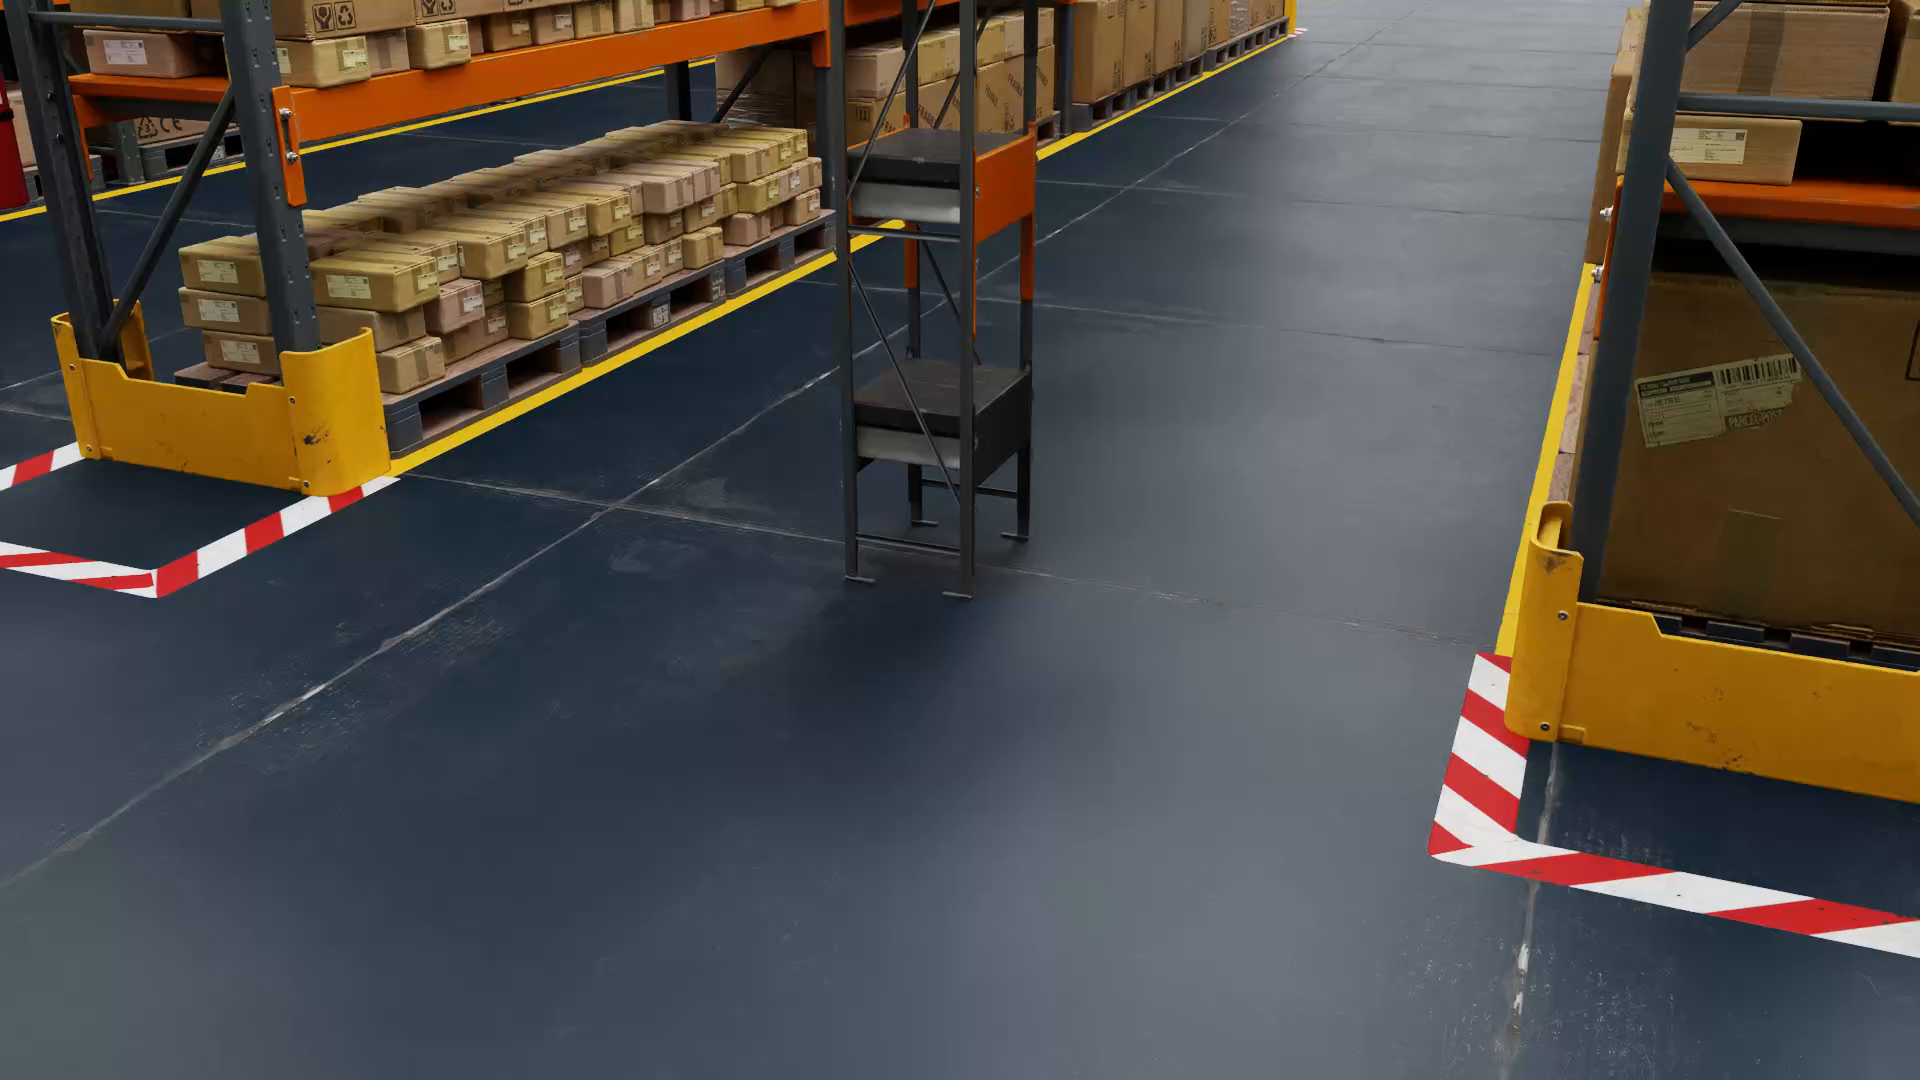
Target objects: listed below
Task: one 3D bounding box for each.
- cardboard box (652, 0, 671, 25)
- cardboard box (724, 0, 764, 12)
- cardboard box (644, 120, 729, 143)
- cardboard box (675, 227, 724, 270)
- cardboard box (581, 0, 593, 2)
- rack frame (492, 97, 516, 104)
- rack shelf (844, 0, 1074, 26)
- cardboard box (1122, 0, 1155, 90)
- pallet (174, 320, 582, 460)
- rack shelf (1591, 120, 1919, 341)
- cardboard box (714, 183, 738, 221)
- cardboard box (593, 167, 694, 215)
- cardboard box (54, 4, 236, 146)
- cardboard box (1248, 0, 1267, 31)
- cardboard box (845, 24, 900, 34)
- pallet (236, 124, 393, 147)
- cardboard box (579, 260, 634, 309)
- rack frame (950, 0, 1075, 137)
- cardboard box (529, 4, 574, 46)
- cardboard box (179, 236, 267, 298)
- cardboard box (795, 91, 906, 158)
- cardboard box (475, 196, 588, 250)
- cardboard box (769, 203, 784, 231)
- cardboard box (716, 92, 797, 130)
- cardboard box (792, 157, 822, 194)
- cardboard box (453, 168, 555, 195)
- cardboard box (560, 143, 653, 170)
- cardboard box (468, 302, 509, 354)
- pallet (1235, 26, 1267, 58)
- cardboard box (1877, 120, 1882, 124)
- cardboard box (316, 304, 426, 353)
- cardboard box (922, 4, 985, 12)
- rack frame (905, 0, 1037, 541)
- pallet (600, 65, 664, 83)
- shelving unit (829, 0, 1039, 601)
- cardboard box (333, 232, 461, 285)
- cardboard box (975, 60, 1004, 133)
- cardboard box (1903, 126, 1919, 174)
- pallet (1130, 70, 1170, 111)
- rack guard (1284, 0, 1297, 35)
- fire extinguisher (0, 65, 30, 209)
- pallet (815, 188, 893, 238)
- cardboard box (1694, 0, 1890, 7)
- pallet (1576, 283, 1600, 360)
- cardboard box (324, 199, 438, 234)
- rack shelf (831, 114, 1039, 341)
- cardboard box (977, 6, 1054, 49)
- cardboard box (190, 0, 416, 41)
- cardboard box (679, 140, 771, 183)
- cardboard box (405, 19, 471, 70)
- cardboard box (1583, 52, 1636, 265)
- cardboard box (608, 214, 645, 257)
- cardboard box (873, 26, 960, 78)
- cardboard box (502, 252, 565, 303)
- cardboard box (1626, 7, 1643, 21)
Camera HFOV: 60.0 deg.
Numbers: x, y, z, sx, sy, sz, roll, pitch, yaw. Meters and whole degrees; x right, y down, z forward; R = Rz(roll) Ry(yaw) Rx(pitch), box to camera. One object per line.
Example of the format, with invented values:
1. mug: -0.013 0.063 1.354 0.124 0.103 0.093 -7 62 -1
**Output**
1. cardboard box: -1.503 -2.350 7.309 0.380 0.149 0.250 8 24 19
2. cardboard box: -1.167 -2.623 7.965 0.380 0.149 0.250 10 25 22
3. cardboard box: -1.449 -2.129 8.837 0.380 0.149 0.250 10 25 22
4. cardboard box: -1.342 -1.389 7.837 0.380 0.149 0.250 9 24 20
5. cardboard box: -1.639 -2.495 6.816 0.500 0.500 0.500 8 24 19
6. rack frame: -4.276 -5.174 13.745 1.000 3.000 0.127 9 24 20
7. rack shelf: -0.386 -3.454 10.560 1.077 0.370 4.000 9 24 20
8. cardboard box: 0.988 -4.175 13.728 1.050 0.750 0.750 9 24 21
9. pallet: -2.252 -0.665 6.567 1.003 0.211 1.213 9 24 20
10. rack shelf: 2.696 -1.276 5.346 1.077 0.370 4.000 9 24 20
11. cardboard box: -1.307 -1.655 8.087 0.380 0.149 0.250 9 24 21
12. cardboard box: -1.435 -1.581 7.525 0.380 0.149 0.250 8 24 18
13. cardboard box: -5.606 -3.189 11.205 0.875 0.875 0.875 10 25 22
14. cardboard box: 2.813 -6.010 17.959 0.875 0.875 0.875 8 24 19
15. cardboard box: -0.700 -3.132 10.582 0.500 0.250 0.500 8 24 18
16. pallet: -5.094 -3.181 12.591 1.003 0.211 1.213 9 24 20
17. cardboard box: -1.639 -1.111 7.172 0.380 0.149 0.250 8 24 17
18. rack frame: 0.357 -4.501 12.135 1.000 3.000 0.127 9 24 20
19. cardboard box: -1.774 -2.067 6.634 0.380 0.149 0.250 8 24 19
20. cardboard box: -2.653 -1.017 6.175 0.380 0.149 0.250 9 24 21
21. cardboard box: -0.608 -2.337 9.651 0.500 0.500 0.500 10 25 22
22. cardboard box: -1.774 -1.316 6.892 0.380 0.149 0.250 10 25 22
23. cardboard box: -1.132 -1.678 8.530 0.380 0.149 0.250 9 24 22
24. cardboard box: -1.088 -2.411 9.829 0.500 0.500 0.500 8 24 19
25. cardboard box: -0.951 -1.927 8.740 0.380 0.149 0.250 9 24 21
26. cardboard box: -2.053 -1.574 7.507 0.380 0.149 0.250 9 24 20
27. cardboard box: -1.730 -1.845 8.157 0.380 0.149 0.250 8 24 19
28. cardboard box: -2.016 -0.854 6.556 0.380 0.149 0.250 9 24 21
29. pallet: 2.650 -5.345 17.772 1.003 0.211 1.213 9 24 20
30. cardboard box: 2.771 -1.224 4.615 0.380 0.149 0.250 8 24 19
31. cardboard box: -2.182 -0.805 6.053 0.380 0.149 0.250 10 25 22
32. cardboard box: -0.124 -3.676 11.883 0.500 0.250 0.500 8 24 18
33. rack frame: 0.029 -0.997 4.913 0.400 2.100 0.015 9 24 20
34. pallet: -3.530 -4.602 15.993 1.003 0.211 1.213 9 24 20
35. shelving unit: -0.062 -0.910 4.703 0.431 2.100 0.503 9 24 20
36. cardboard box: -2.114 -1.046 6.245 0.380 0.149 0.250 9 24 21
37. cardboard box: -0.022 -2.892 10.980 0.500 0.500 0.500 8 24 18
38. cardboard box: 2.485 -0.948 3.954 0.380 0.149 0.250 8 24 19
39. pallet: 1.175 -3.921 14.363 1.003 0.211 1.213 9 24 20
40. rack guard: 3.338 -6.219 19.491 1.175 0.500 0.348 9 24 20
41. fire extinguisher: -3.137 -1.407 5.310 0.296 0.674 0.183 9 24 20
42. pallet: -0.841 -2.062 9.913 1.003 0.211 1.213 9 24 20
43. cardboard box: 1.890 -1.518 3.829 0.500 0.500 0.500 9 24 21
44. pallet: 3.084 -0.776 6.834 1.003 0.211 1.213 9 24 20
45. cardboard box: -2.373 -1.293 6.836 0.380 0.149 0.250 8 24 18
46. rack shelf: -0.062 -0.897 4.709 0.431 0.518 0.480 9 24 20
47. cardboard box: 0.346 -3.605 11.715 0.500 0.250 0.500 8 24 19
48. cardboard box: -2.191 -1.943 5.494 0.500 0.500 0.500 10 25 23
49. cardboard box: -1.163 -1.871 8.219 0.380 0.149 0.250 9 24 20
50. cardboard box: -1.984 -1.777 5.939 0.380 0.149 0.250 8 24 19
51. cardboard box: 3.658 -1.769 7.805 1.225 0.875 0.875 9 24 20
52. cardboard box: -1.640 -1.378 7.425 0.380 0.149 0.250 10 25 23
53. cardboard box: -0.220 -3.056 10.399 0.500 0.250 0.500 10 25 22
54. cardboard box: -1.823 -1.071 6.691 0.380 0.149 0.250 10 25 22
55. cardboard box: 4.649 -2.724 10.092 1.225 0.875 0.875 8 24 18
